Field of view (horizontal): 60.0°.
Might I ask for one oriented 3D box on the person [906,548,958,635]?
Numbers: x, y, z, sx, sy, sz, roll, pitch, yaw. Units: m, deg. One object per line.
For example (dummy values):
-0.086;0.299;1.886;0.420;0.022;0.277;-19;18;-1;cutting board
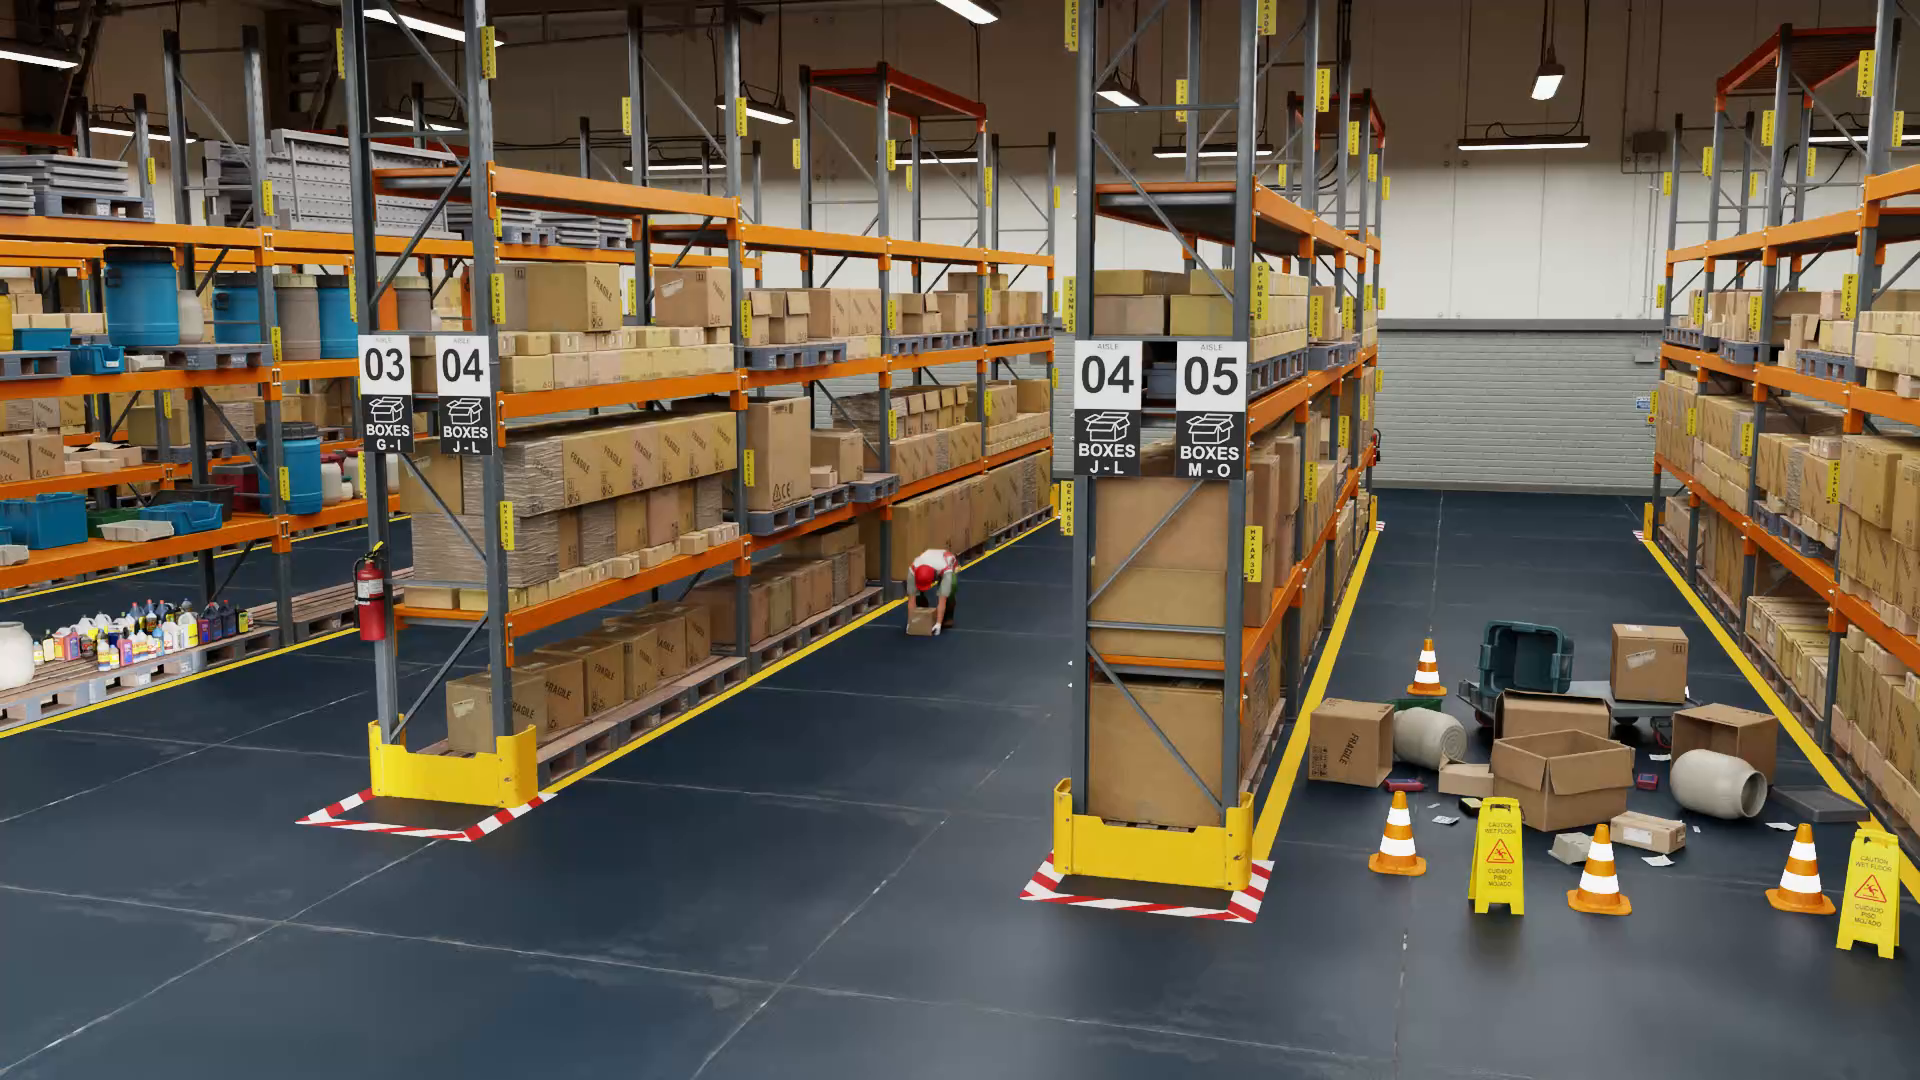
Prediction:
-0.298;0.537;17.514;0.529;0.843;0.966;2;8;14;person
